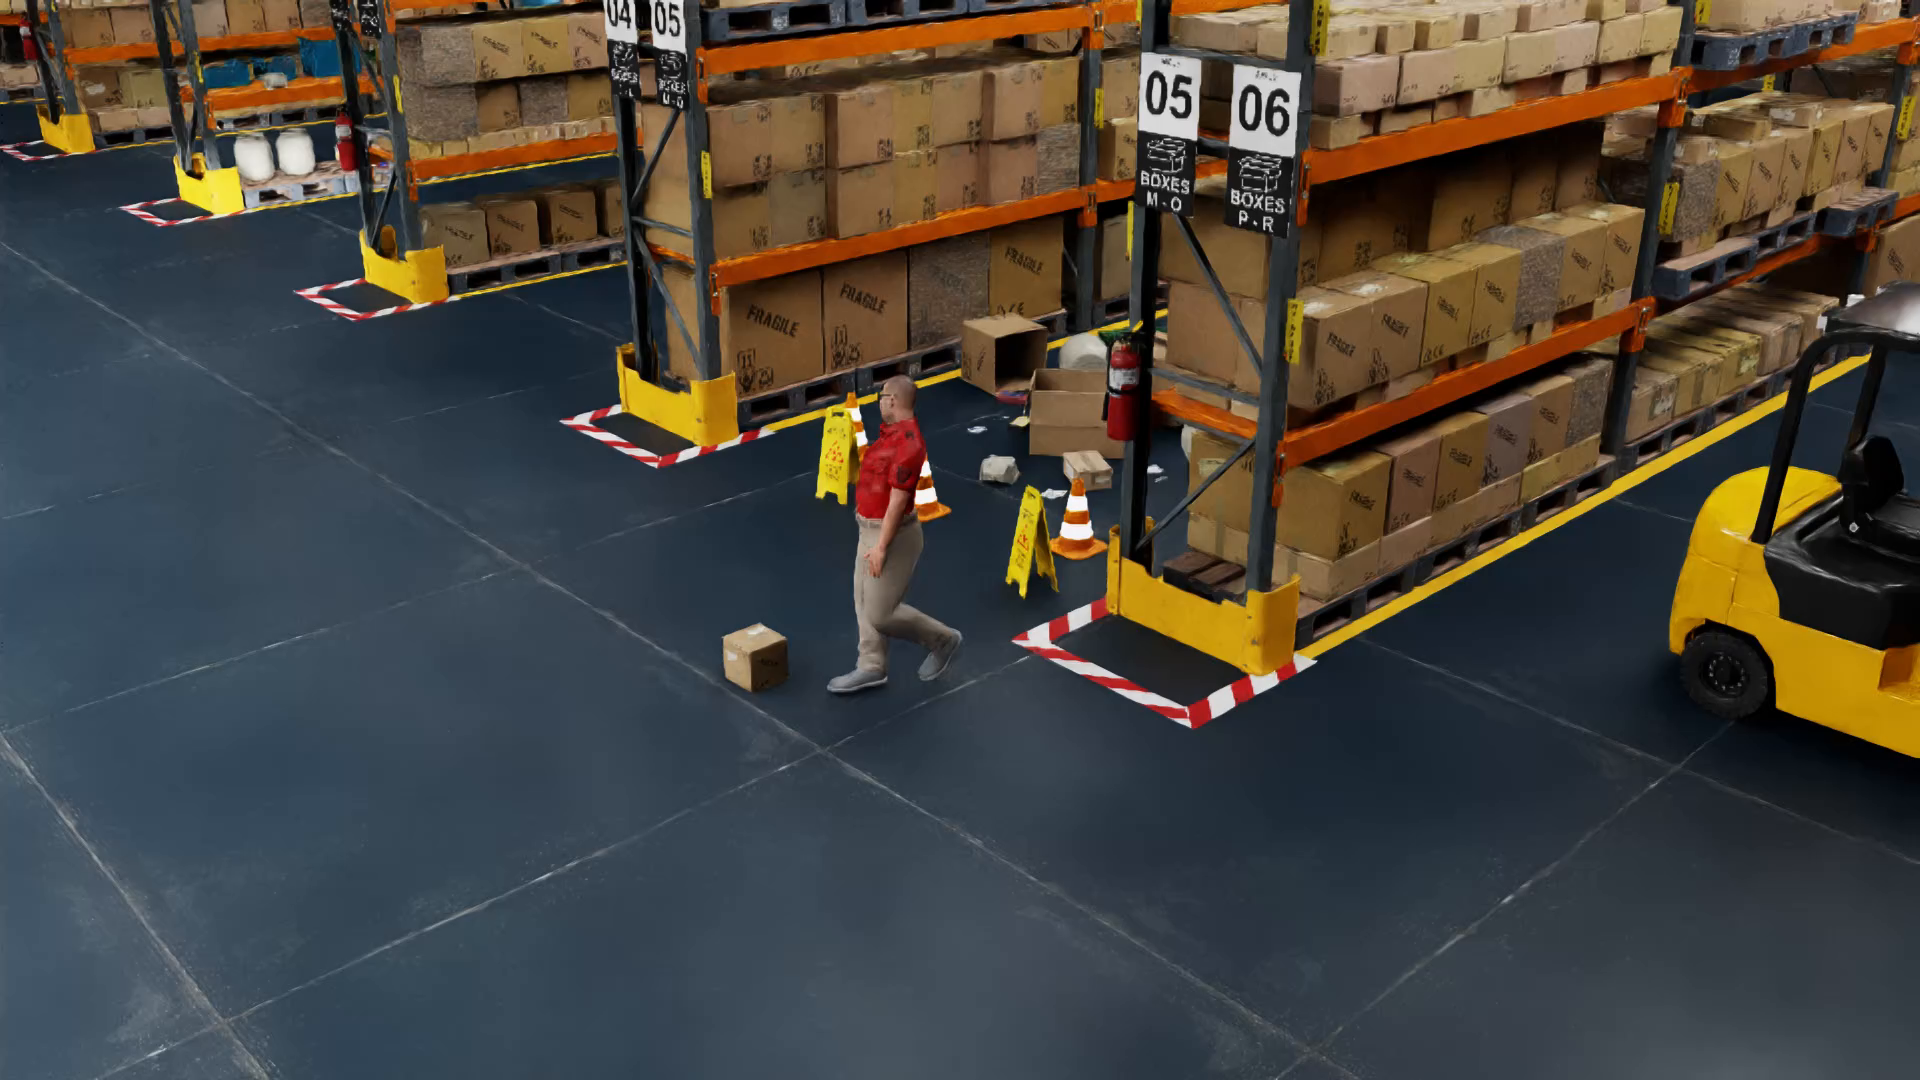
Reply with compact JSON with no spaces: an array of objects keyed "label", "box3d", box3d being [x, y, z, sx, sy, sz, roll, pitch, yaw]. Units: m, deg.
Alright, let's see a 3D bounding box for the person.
[{"label":"person","box3d":[-0.378,-0.017,8.695,0.707,1.707,0.562,-6,25,-14]}]
